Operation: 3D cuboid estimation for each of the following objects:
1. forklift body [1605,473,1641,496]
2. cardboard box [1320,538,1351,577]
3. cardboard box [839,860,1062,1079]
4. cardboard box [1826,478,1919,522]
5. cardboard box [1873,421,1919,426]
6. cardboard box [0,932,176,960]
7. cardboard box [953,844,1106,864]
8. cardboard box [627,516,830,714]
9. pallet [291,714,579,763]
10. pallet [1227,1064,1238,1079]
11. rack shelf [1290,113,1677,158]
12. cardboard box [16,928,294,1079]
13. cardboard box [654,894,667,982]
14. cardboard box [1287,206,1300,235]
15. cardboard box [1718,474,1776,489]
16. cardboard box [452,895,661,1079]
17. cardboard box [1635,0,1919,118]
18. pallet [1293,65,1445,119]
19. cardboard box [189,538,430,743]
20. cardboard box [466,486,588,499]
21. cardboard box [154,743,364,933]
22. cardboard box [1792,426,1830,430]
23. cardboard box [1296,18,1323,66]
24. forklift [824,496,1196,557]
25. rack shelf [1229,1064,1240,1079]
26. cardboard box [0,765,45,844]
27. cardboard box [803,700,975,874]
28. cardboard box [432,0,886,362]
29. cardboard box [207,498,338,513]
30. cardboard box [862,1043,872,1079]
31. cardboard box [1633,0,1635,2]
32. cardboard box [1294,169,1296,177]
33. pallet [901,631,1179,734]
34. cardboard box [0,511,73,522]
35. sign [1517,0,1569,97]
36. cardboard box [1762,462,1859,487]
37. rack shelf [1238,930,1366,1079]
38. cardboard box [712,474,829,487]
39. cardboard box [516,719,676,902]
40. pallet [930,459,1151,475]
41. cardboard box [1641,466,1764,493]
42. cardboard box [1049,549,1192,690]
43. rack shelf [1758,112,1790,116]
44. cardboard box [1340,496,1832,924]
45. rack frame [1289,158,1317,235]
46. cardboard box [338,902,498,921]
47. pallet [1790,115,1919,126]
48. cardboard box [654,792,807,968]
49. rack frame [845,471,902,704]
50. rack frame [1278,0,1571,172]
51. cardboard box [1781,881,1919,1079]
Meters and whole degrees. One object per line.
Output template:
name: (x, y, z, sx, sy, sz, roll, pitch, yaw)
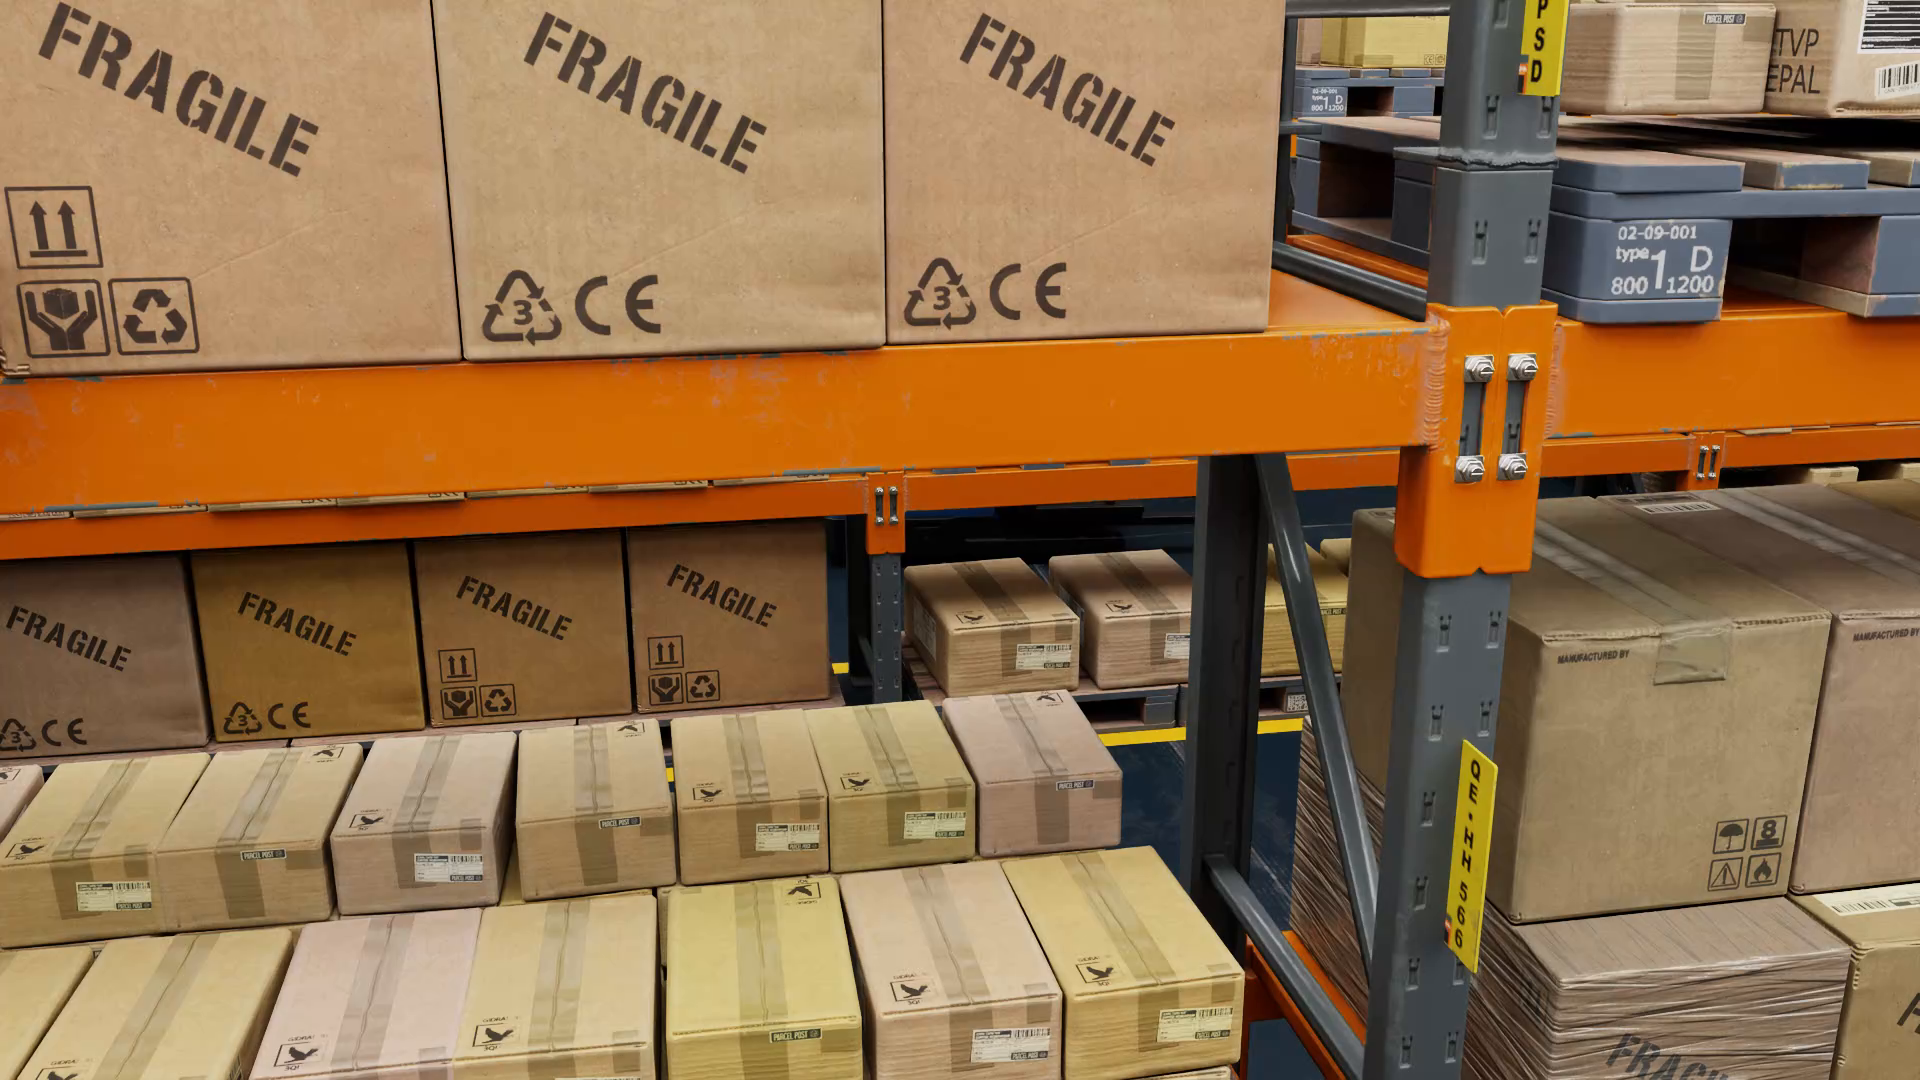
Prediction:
forklift body: (4.974, -1.447, 11.858, 1.214, 2.155, 2.313, -3, 17, -10)
cardboard box: (2.287, 0.296, 8.499, 0.625, 0.372, 0.950, -2, 17, -7)
cardboard box: (-0.023, 0.622, 2.379, 0.250, 0.149, 0.380, -3, 17, -11)
cardboard box: (2.060, 0.208, 3.152, 0.500, 0.500, 0.700, -4, 17, -11)
cardboard box: (4.620, -0.692, 8.383, 0.250, 0.149, 0.380, -3, 17, -9)
cardboard box: (-1.423, 0.648, 2.798, 0.250, 0.149, 0.380, -3, 17, -8)
cardboard box: (0.106, 0.560, 3.086, 0.250, 0.149, 0.380, -2, 17, -8)
cardboard box: (-1.114, 0.222, 7.884, 0.875, 0.875, 0.875, -3, 17, -11)
pallet: (-2.404, 0.815, 7.800, 1.213, 0.211, 1.003, -3, 17, -10)
pallet: (-0.061, 0.976, 2.852, 1.003, 0.211, 1.213, -3, 17, -10)
rack shelf: (1.544, -1.809, 7.709, 4.000, 0.370, 1.077, -3, 17, -10)
cardboard box: (-1.046, 0.680, 2.190, 0.250, 0.149, 0.380, -2, 17, -8)
cardboard box: (-0.652, 0.745, 2.989, 0.250, 0.149, 0.380, -2, 17, -8)
cardboard box: (2.952, -2.412, 13.385, 0.500, 0.500, 0.500, -3, 17, -11)
cardboard box: (4.138, -0.030, 8.492, 0.500, 0.500, 0.500, -2, 17, -8)
cardboard box: (-0.542, 0.652, 2.279, 0.250, 0.149, 0.380, -3, 17, -9)
cardboard box: (1.371, -0.803, 2.474, 0.500, 0.311, 0.500, -3, 17, -10)
pallet: (1.863, -2.112, 7.791, 1.003, 0.211, 1.213, -3, 17, -10)
cardboard box: (-2.869, 0.320, 7.564, 0.875, 0.875, 0.875, -3, 17, -9)
cardboard box: (-1.864, -0.376, 7.184, 0.500, 0.250, 0.500, -3, 17, -11)
cardboard box: (-1.163, 0.492, 2.799, 0.250, 0.149, 0.380, -3, 17, -9)
cardboard box: (4.115, -0.664, 8.294, 0.250, 0.149, 0.380, -3, 17, -9)
cardboard box: (1.869, -2.413, 7.992, 0.500, 0.250, 0.500, -3, 17, -11)
forklift: (0.626, -1.416, 10.429, 3.031, 2.935, 1.130, -1, 17, -4)
rack shelf: (-1.346, 1.269, 2.796, 4.000, 0.370, 1.077, -3, 17, -10)
cardboard box: (-1.672, 0.521, 2.707, 0.250, 0.149, 0.380, -4, 18, -13)
cardboard box: (-0.136, 0.434, 2.988, 0.250, 0.149, 0.380, -4, 17, -12)
cardboard box: (-0.383, -0.531, 2.153, 0.500, 0.500, 0.500, -3, 17, -10)
cardboard box: (-2.851, -0.315, 6.983, 0.500, 0.250, 0.500, -3, 17, -11)
cardboard box: (-0.042, 0.765, 2.418, 0.250, 0.149, 0.380, -3, 17, -8)
cardboard box: (1.587, -0.971, 3.021, 0.500, 0.311, 0.500, -3, 17, -10)
cardboard box: (2.818, -2.866, 13.252, 0.250, 0.149, 0.380, -3, 17, -10)
pallet: (0.347, 0.682, 8.231, 1.213, 0.211, 1.003, -3, 17, -10)
cardboard box: (-3.865, -0.261, 6.810, 0.500, 0.250, 0.500, -4, 17, -12)
sign: (0.719, -0.711, 2.027, 0.005, 0.325, 0.100, -3, 17, -10)
cardboard box: (4.272, -0.330, 8.363, 0.250, 0.149, 0.380, -3, 17, -10)
rack shelf: (2.582, 1.046, 3.522, 4.000, 0.370, 1.077, -3, 17, -10)
cardboard box: (-0.867, -0.433, 7.368, 0.500, 0.250, 0.500, -4, 17, -12)
cardboard box: (-0.638, 0.461, 2.900, 0.250, 0.149, 0.380, -4, 18, -13)
pallet: (0.259, -0.586, 7.938, 1.003, 0.211, 1.213, -3, 17, -10)
cardboard box: (4.037, -0.185, 8.997, 0.500, 0.500, 0.500, -3, 17, -11)
cardboard box: (0.859, 0.376, 8.240, 0.625, 0.372, 0.950, -4, 17, -12)
rack shelf: (5.471, -2.032, 8.434, 4.000, 0.370, 1.077, -3, 17, -10)
cardboard box: (1.061, 0.266, 2.964, 0.500, 0.500, 0.700, -3, 17, -11)
rack frame: (2.562, -2.261, 13.064, 0.127, 3.000, 1.000, -3, 17, -10)
cardboard box: (-0.914, 0.619, 2.893, 0.250, 0.149, 0.380, -3, 17, -10)
pallet: (2.338, -0.644, 3.013, 1.213, 0.211, 1.003, -2, 17, -8)
cardboard box: (-0.422, 0.592, 2.983, 0.250, 0.149, 0.380, -4, 17, -12)
rack frame: (-0.420, -0.608, 7.681, 0.127, 3.000, 1.000, -3, 17, -10)
rack frame: (0.618, -2.054, 2.172, 0.127, 3.000, 1.000, -3, 17, -10)
cardboard box: (1.609, 0.790, 2.962, 0.500, 0.500, 0.500, -3, 17, -11)
